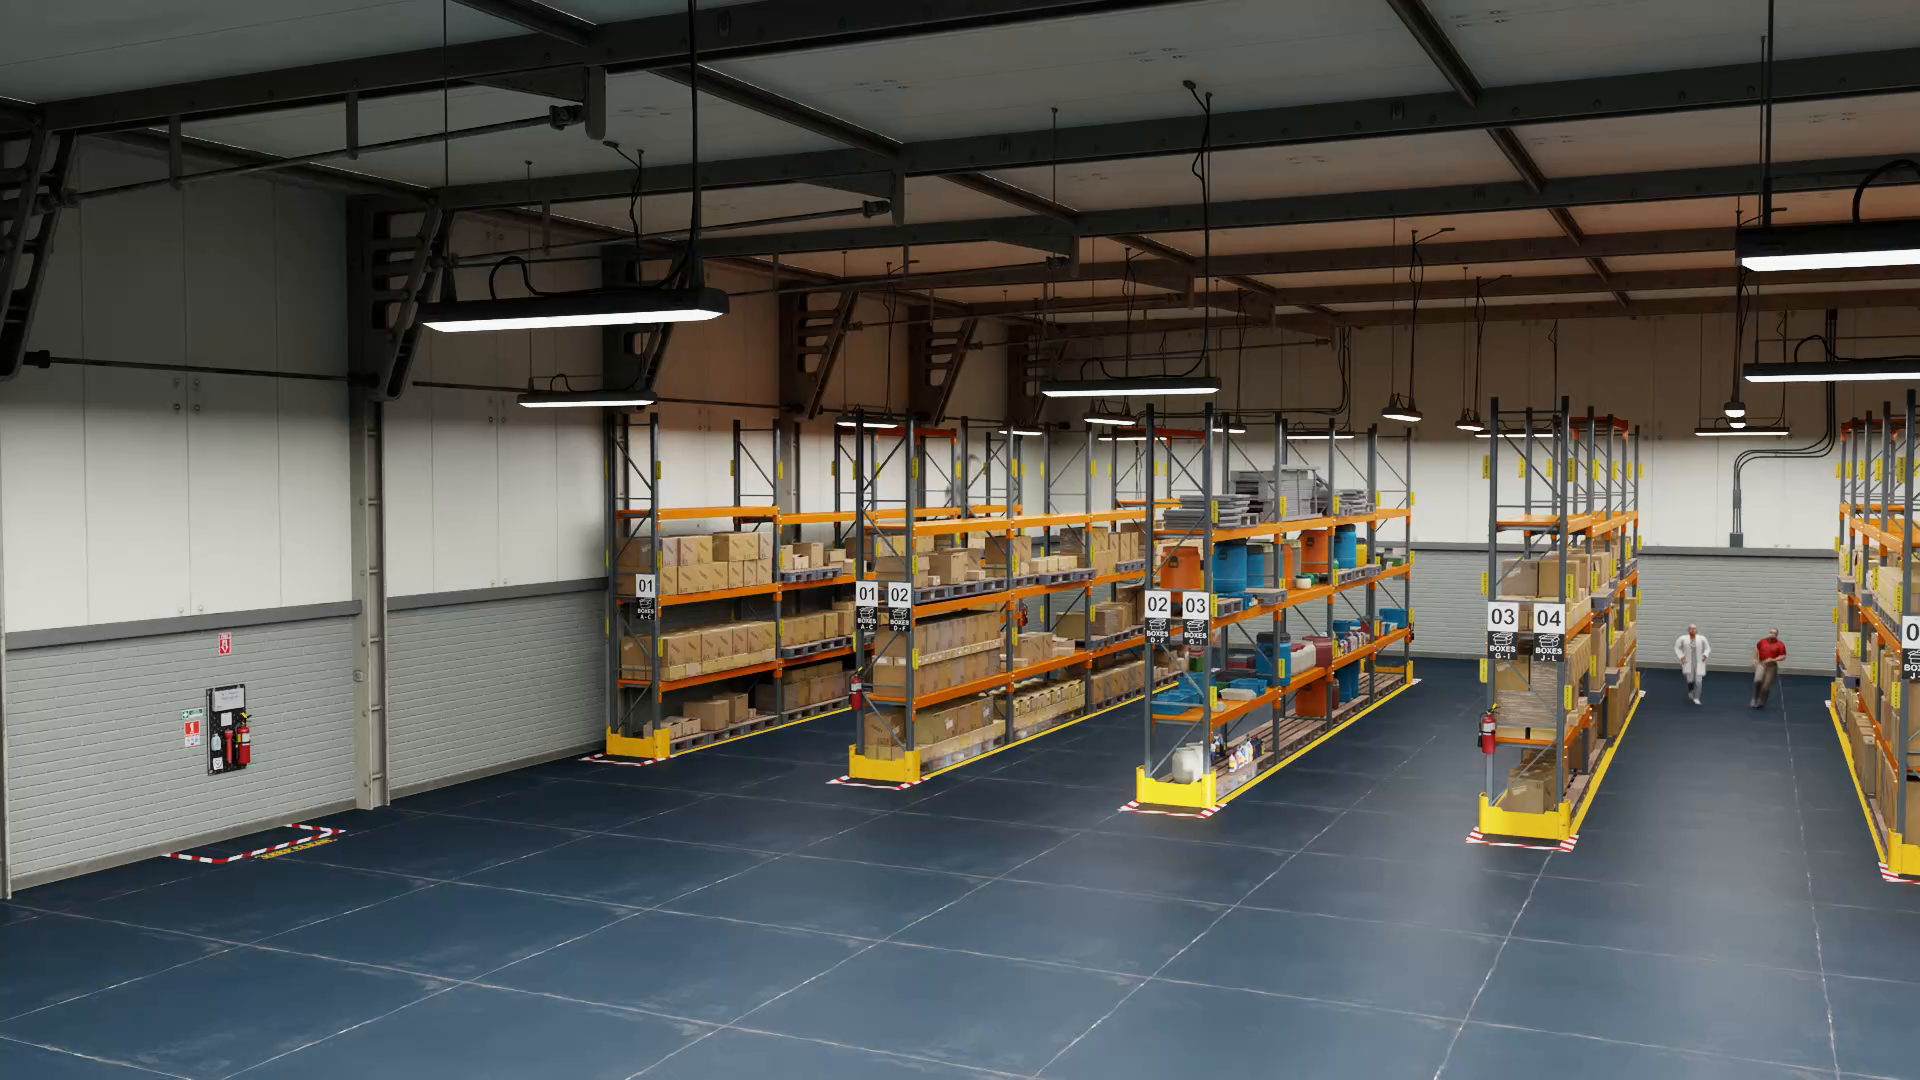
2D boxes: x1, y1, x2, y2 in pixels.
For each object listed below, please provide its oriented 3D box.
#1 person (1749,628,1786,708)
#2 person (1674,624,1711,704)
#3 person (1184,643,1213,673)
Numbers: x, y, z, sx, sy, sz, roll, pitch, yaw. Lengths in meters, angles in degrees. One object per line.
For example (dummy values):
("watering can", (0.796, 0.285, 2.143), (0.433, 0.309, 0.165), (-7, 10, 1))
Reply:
("person", (16.943, 2.687, 34.860), (0.663, 1.673, 0.662), (2, 3, 36))
("person", (15.723, 2.660, 35.666), (0.709, 1.711, 0.664), (1, 2, 16))
("person", (5.286, 2.616, 36.880), (0.659, 1.723, 0.921), (1, 3, 19))
